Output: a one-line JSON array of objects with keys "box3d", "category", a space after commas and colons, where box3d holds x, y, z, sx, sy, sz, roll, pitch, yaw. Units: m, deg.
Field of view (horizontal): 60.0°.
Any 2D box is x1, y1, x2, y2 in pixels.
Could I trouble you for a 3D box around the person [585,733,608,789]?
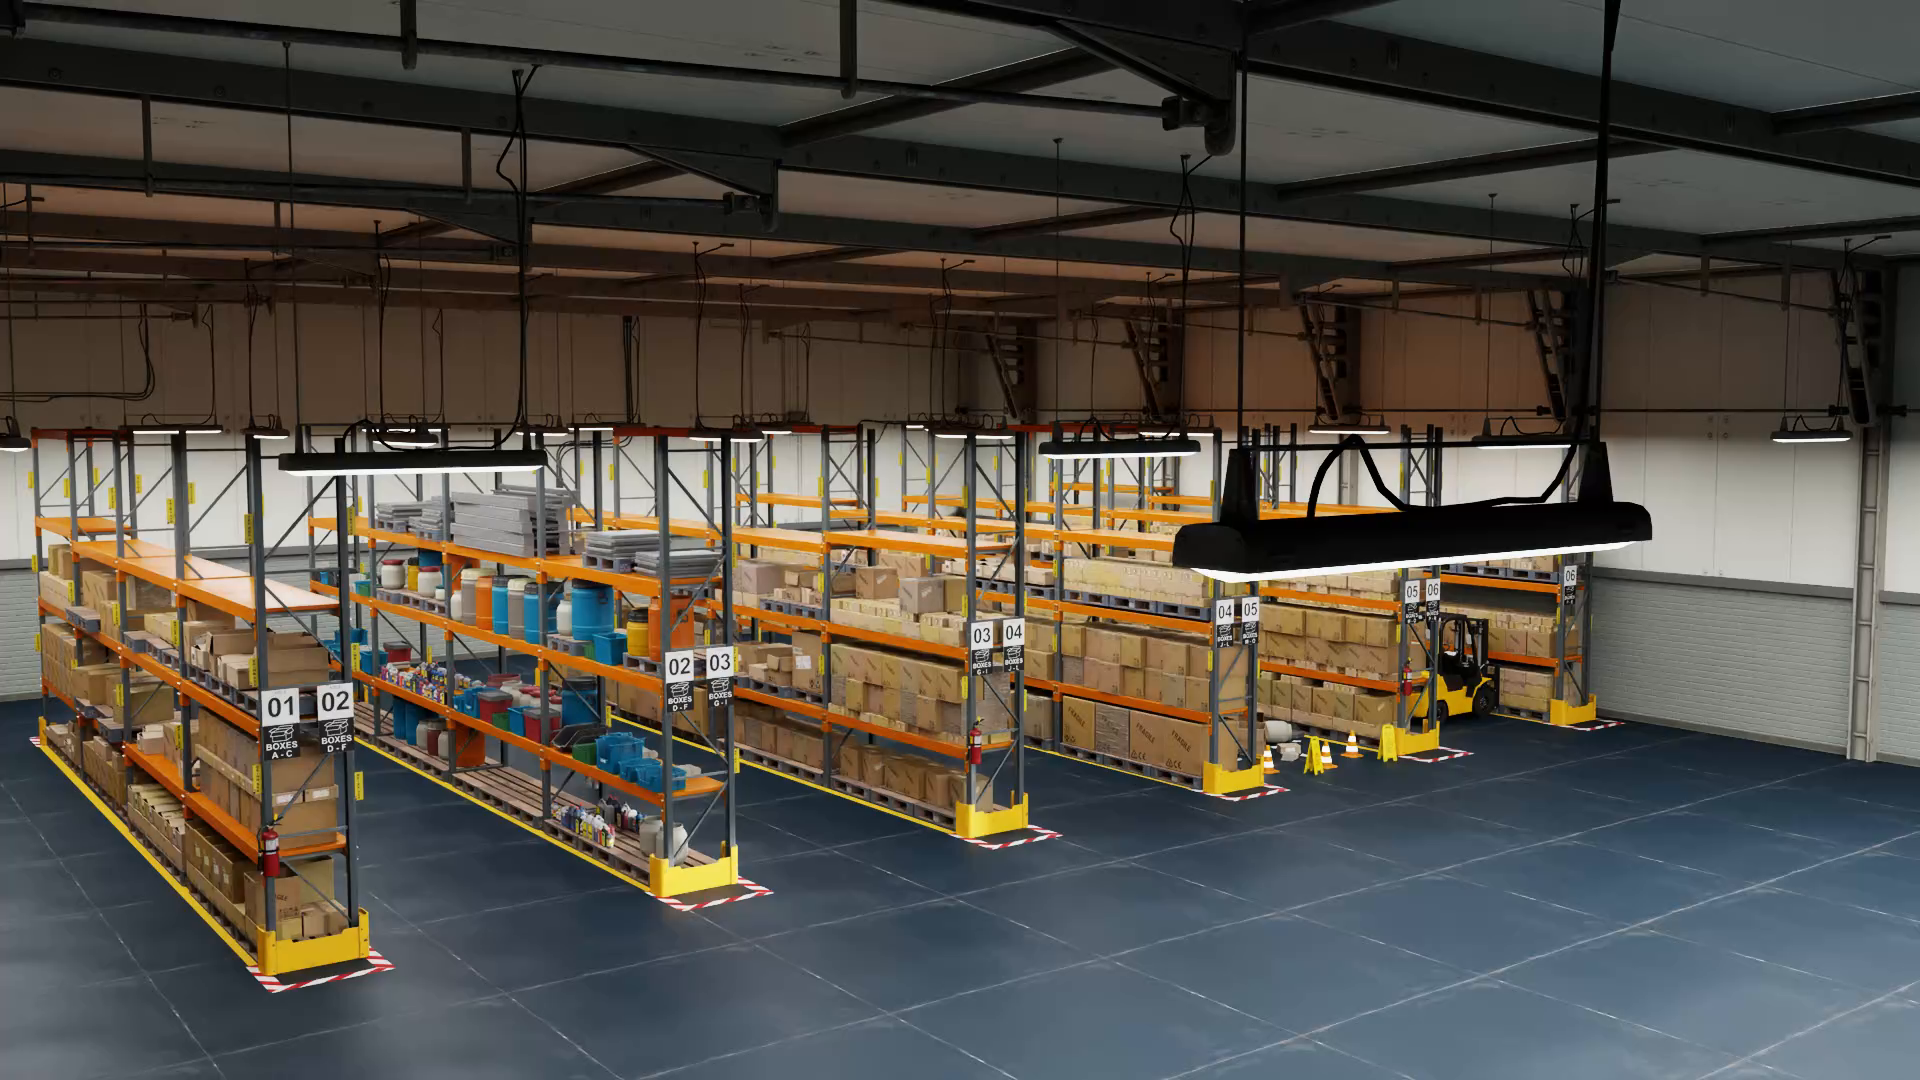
[{"box3d": [-6.071, 3.315, 27.635, 0.450, 1.664, 0.484, 0, 4, 4], "category": "person"}]
